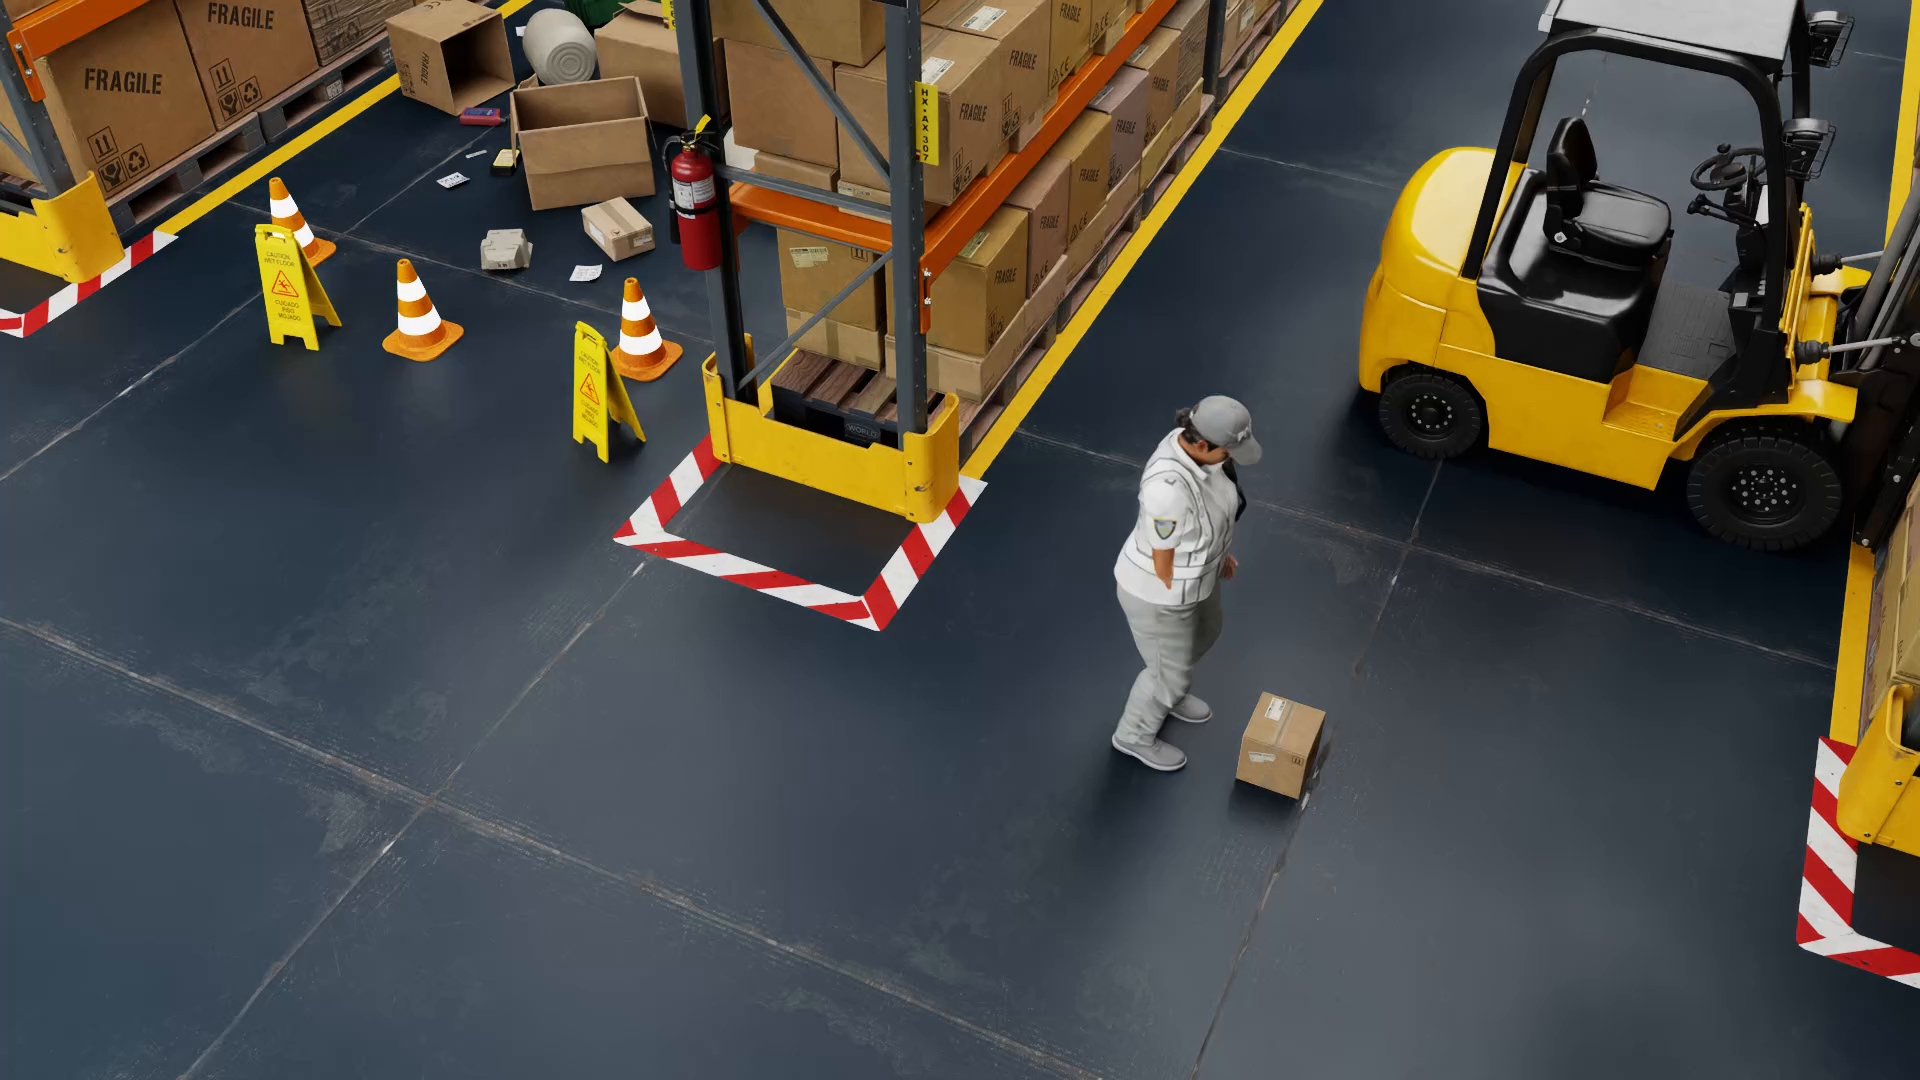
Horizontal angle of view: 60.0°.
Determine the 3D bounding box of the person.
[{"bbox_3d":[0.804,0.129,6.045,0.440,1.638,0.486,18,45,19],"label":"person"}]
